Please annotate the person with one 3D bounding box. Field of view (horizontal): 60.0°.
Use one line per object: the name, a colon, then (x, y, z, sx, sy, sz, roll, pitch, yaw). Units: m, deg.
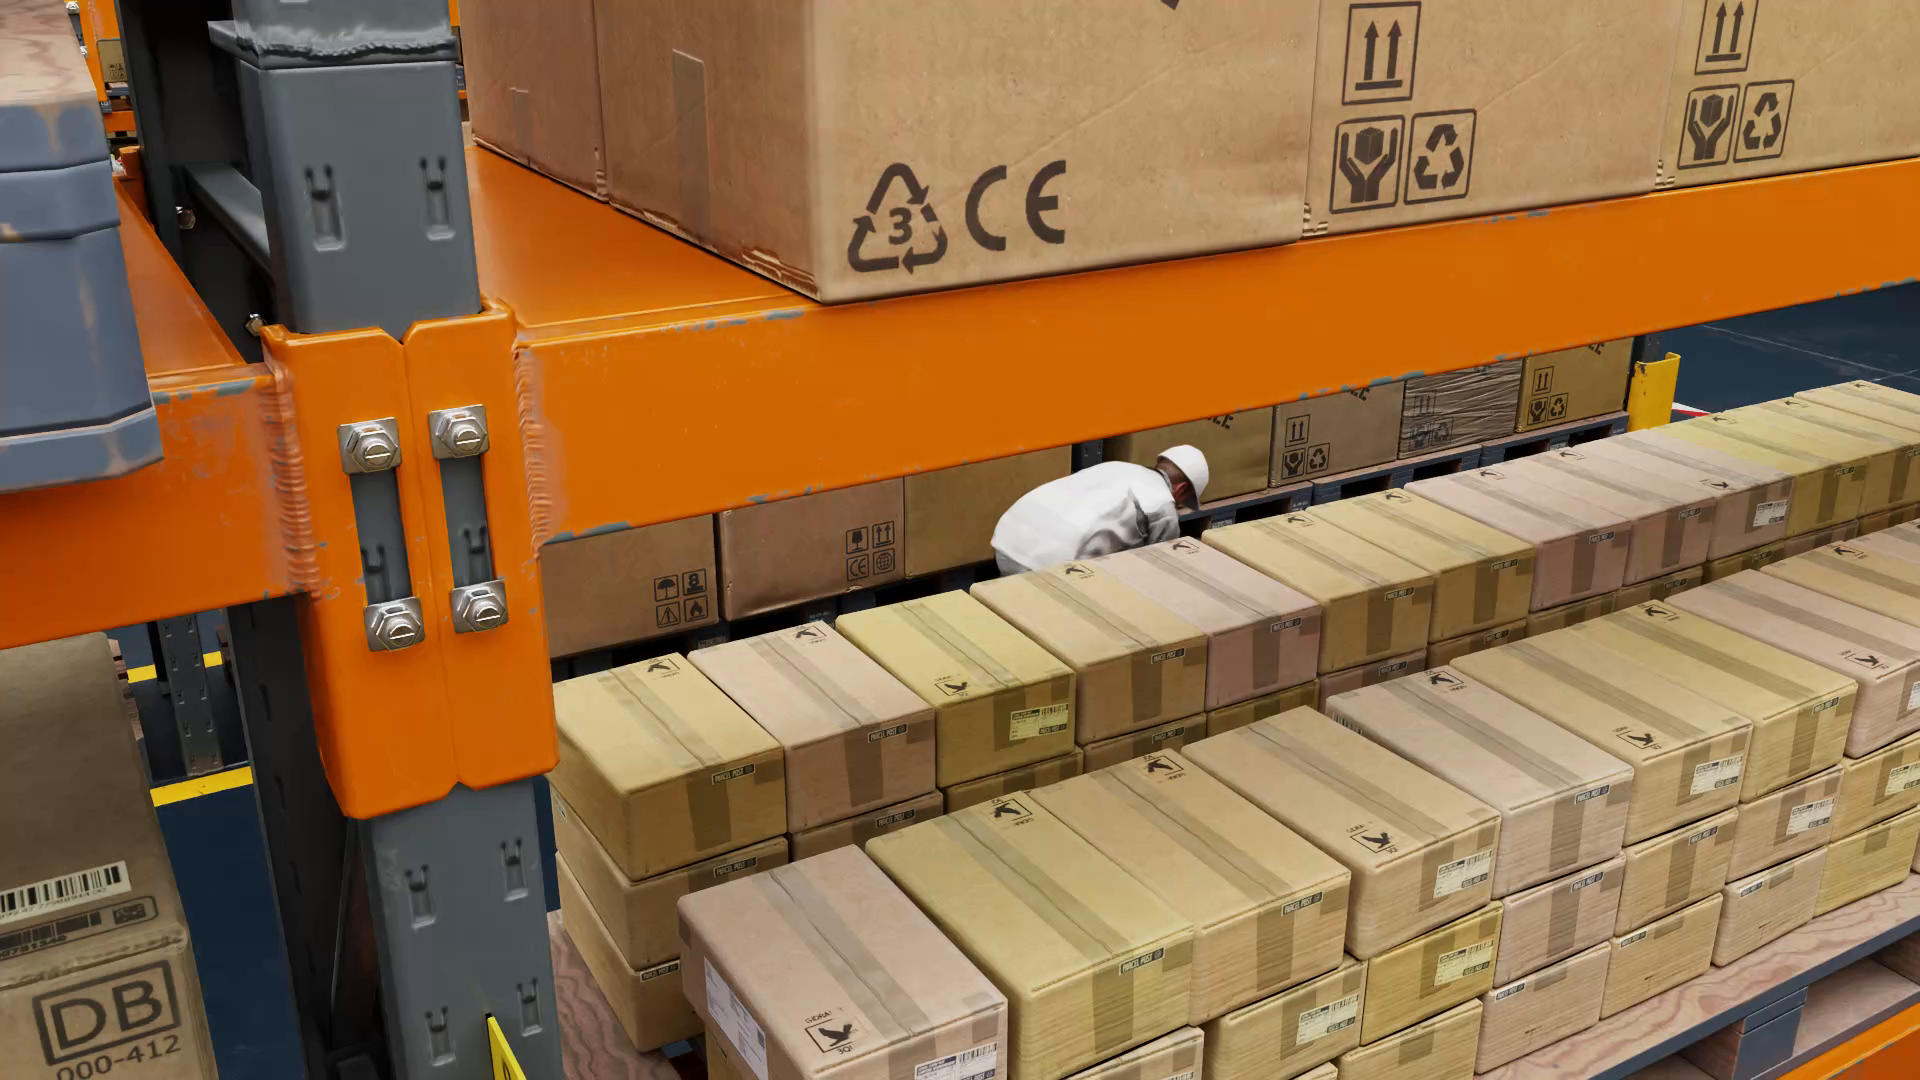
person: (0.592, 0.168, 6.686, 0.993, 0.995, 0.519, -14, 25, -31)
